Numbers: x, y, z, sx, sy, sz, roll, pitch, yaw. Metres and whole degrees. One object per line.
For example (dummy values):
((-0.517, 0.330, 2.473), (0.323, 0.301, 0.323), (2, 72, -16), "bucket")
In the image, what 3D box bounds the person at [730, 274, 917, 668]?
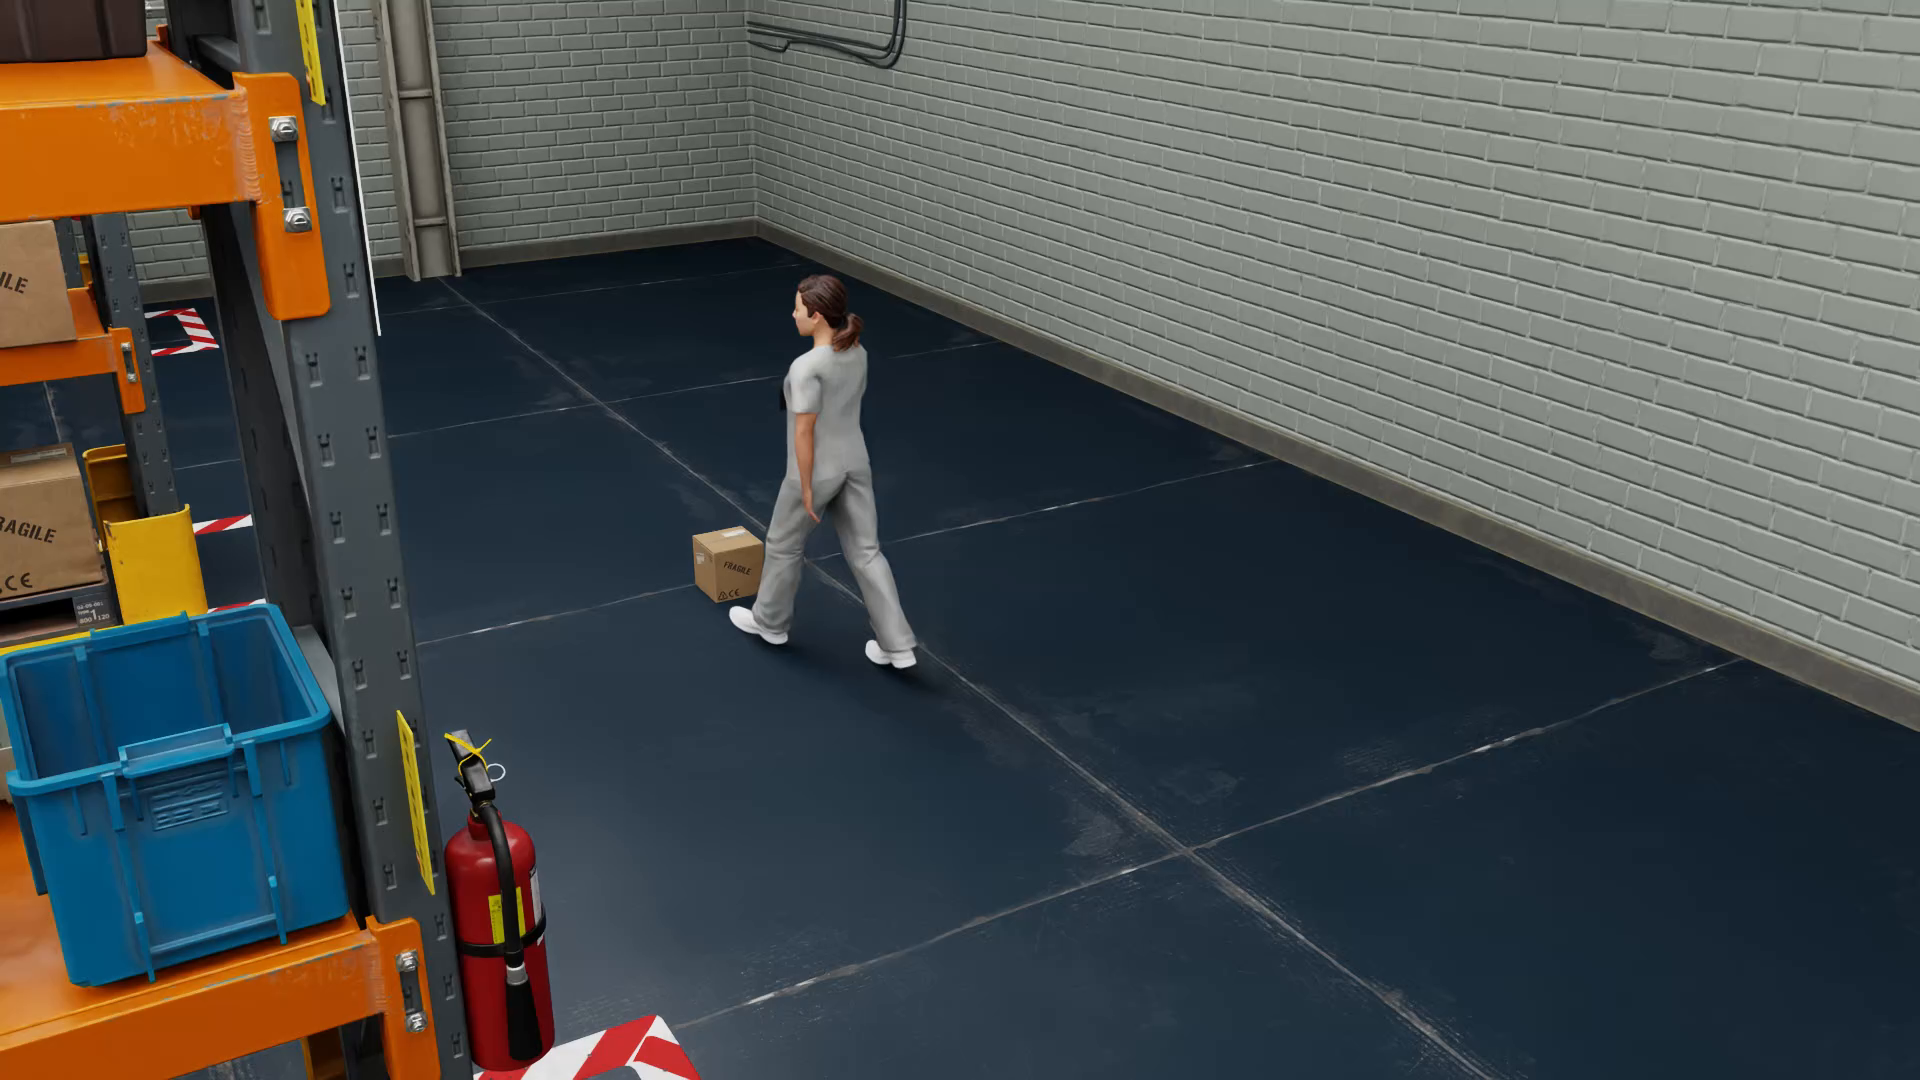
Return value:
((-0.567, -0.288, 6.810), (0.948, 1.633, 0.447), (20, 29, 41), "person")
